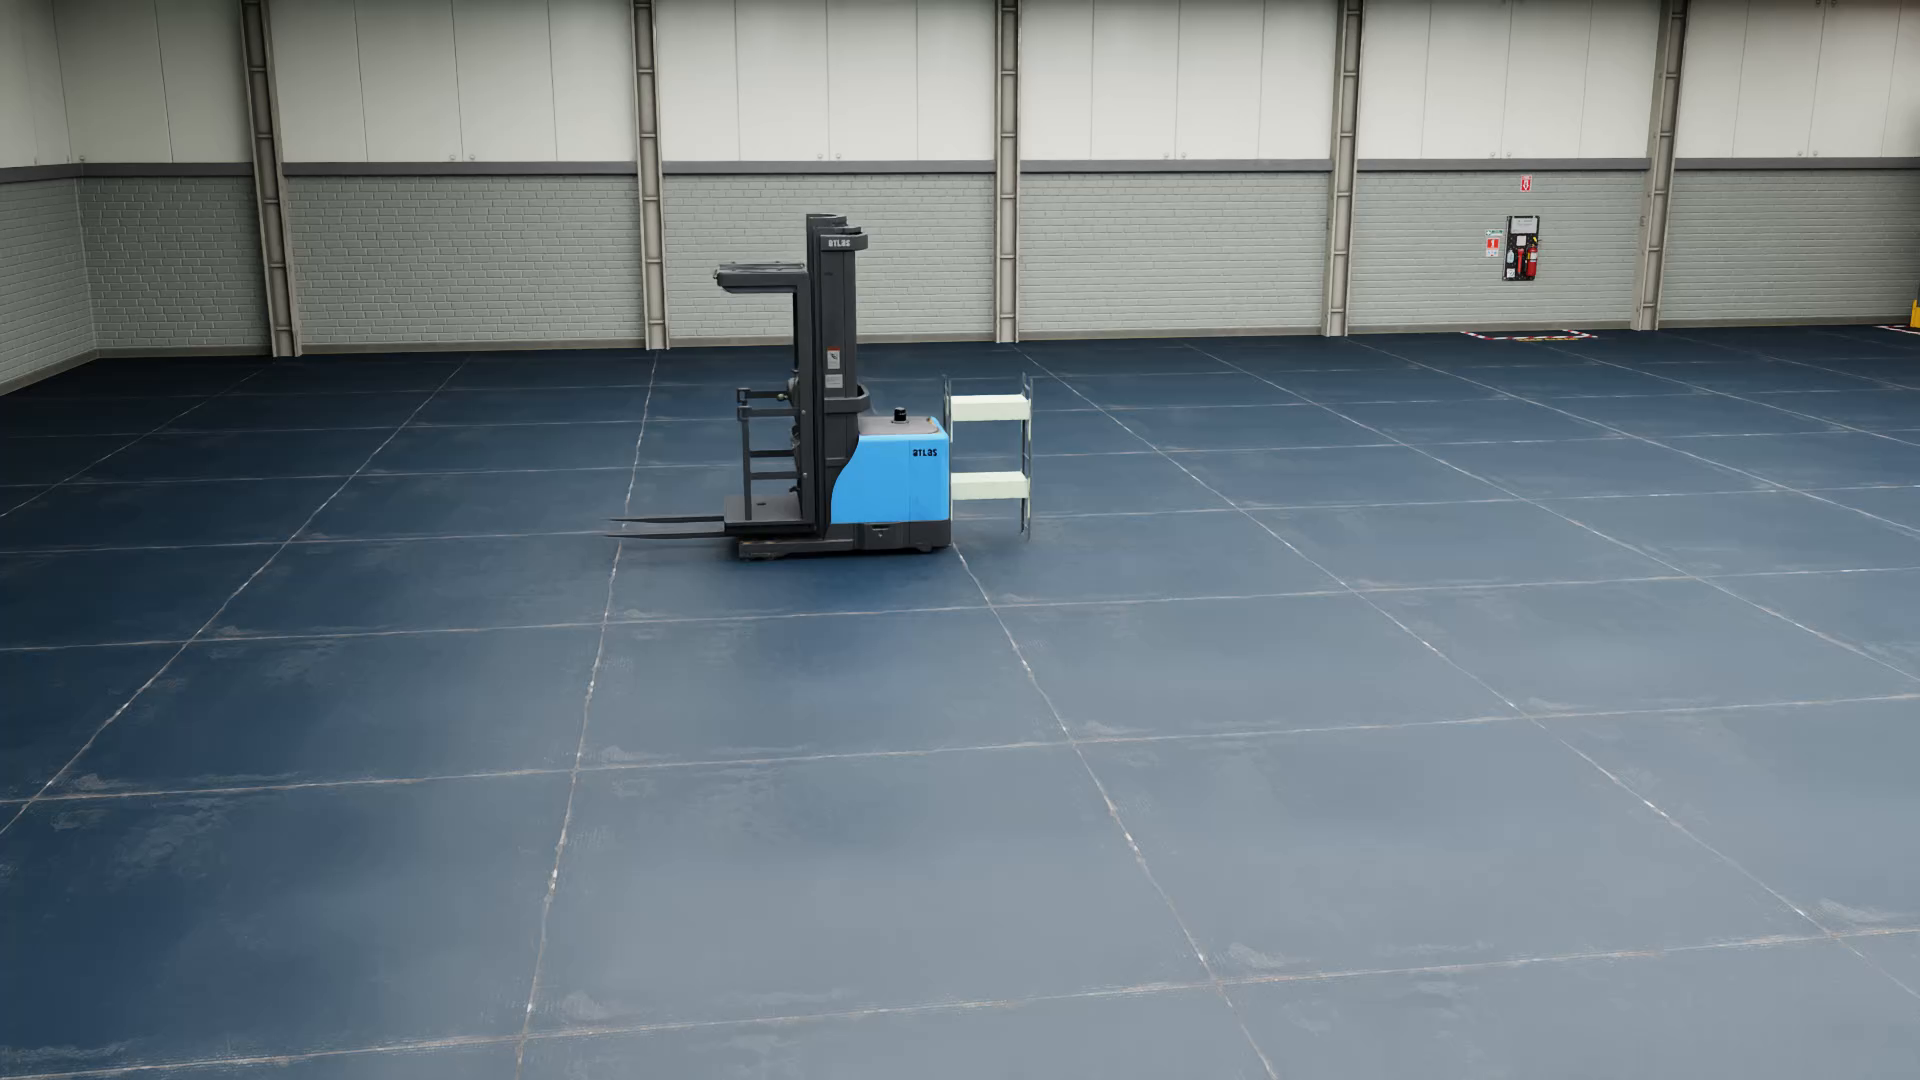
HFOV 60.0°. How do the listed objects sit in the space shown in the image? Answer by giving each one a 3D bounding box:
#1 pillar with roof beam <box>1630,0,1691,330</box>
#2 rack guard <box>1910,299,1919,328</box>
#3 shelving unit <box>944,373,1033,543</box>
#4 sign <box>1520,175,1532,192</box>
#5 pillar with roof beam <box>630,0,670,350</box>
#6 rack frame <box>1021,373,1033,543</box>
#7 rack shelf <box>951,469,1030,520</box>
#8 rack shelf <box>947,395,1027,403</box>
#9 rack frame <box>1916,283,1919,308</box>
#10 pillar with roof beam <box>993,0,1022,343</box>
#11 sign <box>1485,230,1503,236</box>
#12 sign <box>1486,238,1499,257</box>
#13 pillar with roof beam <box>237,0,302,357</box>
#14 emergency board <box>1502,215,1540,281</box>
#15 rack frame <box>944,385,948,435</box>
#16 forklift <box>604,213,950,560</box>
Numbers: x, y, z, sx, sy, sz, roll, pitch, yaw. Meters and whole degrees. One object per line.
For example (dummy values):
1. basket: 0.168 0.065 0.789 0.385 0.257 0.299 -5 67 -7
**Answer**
1. pillar with roof beam: 13.312 -7.236 25.604 0.400 9.000 9.100 -2 14 -8
2. rack guard: 18.116 -4.136 30.714 0.348 0.500 1.175 -2 14 -8
3. shelving unit: 0.249 -0.736 15.100 0.748 1.500 0.431 -2 14 -7
4. sign: 10.199 -6.429 29.955 0.199 0.298 0.001 -2 14 -8
5. pillar with roof beam: -4.487 -6.584 23.003 0.400 9.000 9.100 -2 14 -8
6. rack frame: 0.608 -0.747 15.147 0.023 1.500 0.400 -2 14 -7
7. rack shelf: 0.245 -0.419 15.179 0.720 0.370 0.431 -2 14 -7
8. rack shelf: 0.245 -1.209 14.981 0.686 0.124 0.368 -2 14 -7
9. rack frame: 18.040 -5.346 30.399 0.127 3.000 1.000 -2 14 -8
10. pillar with roof beam: 1.446 -6.801 23.870 0.400 9.000 9.100 -2 14 -8
11. sign: 9.665 -5.558 30.085 0.331 0.109 0.001 -2 14 -8
12. sign: 9.659 -5.303 30.157 0.234 0.329 0.001 -2 14 -8
13. pillar with roof beam: -10.420 -6.366 22.136 0.400 9.000 9.100 -2 14 -8
14. emergency board: 10.210 -5.285 30.159 0.626 1.169 0.157 -2 14 -8
15. rack frame: -0.117 -0.723 15.051 0.010 1.308 0.380 -2 14 -7
16. forklift: -1.644 -1.374 14.705 3.031 2.935 1.130 -2 14 -7
